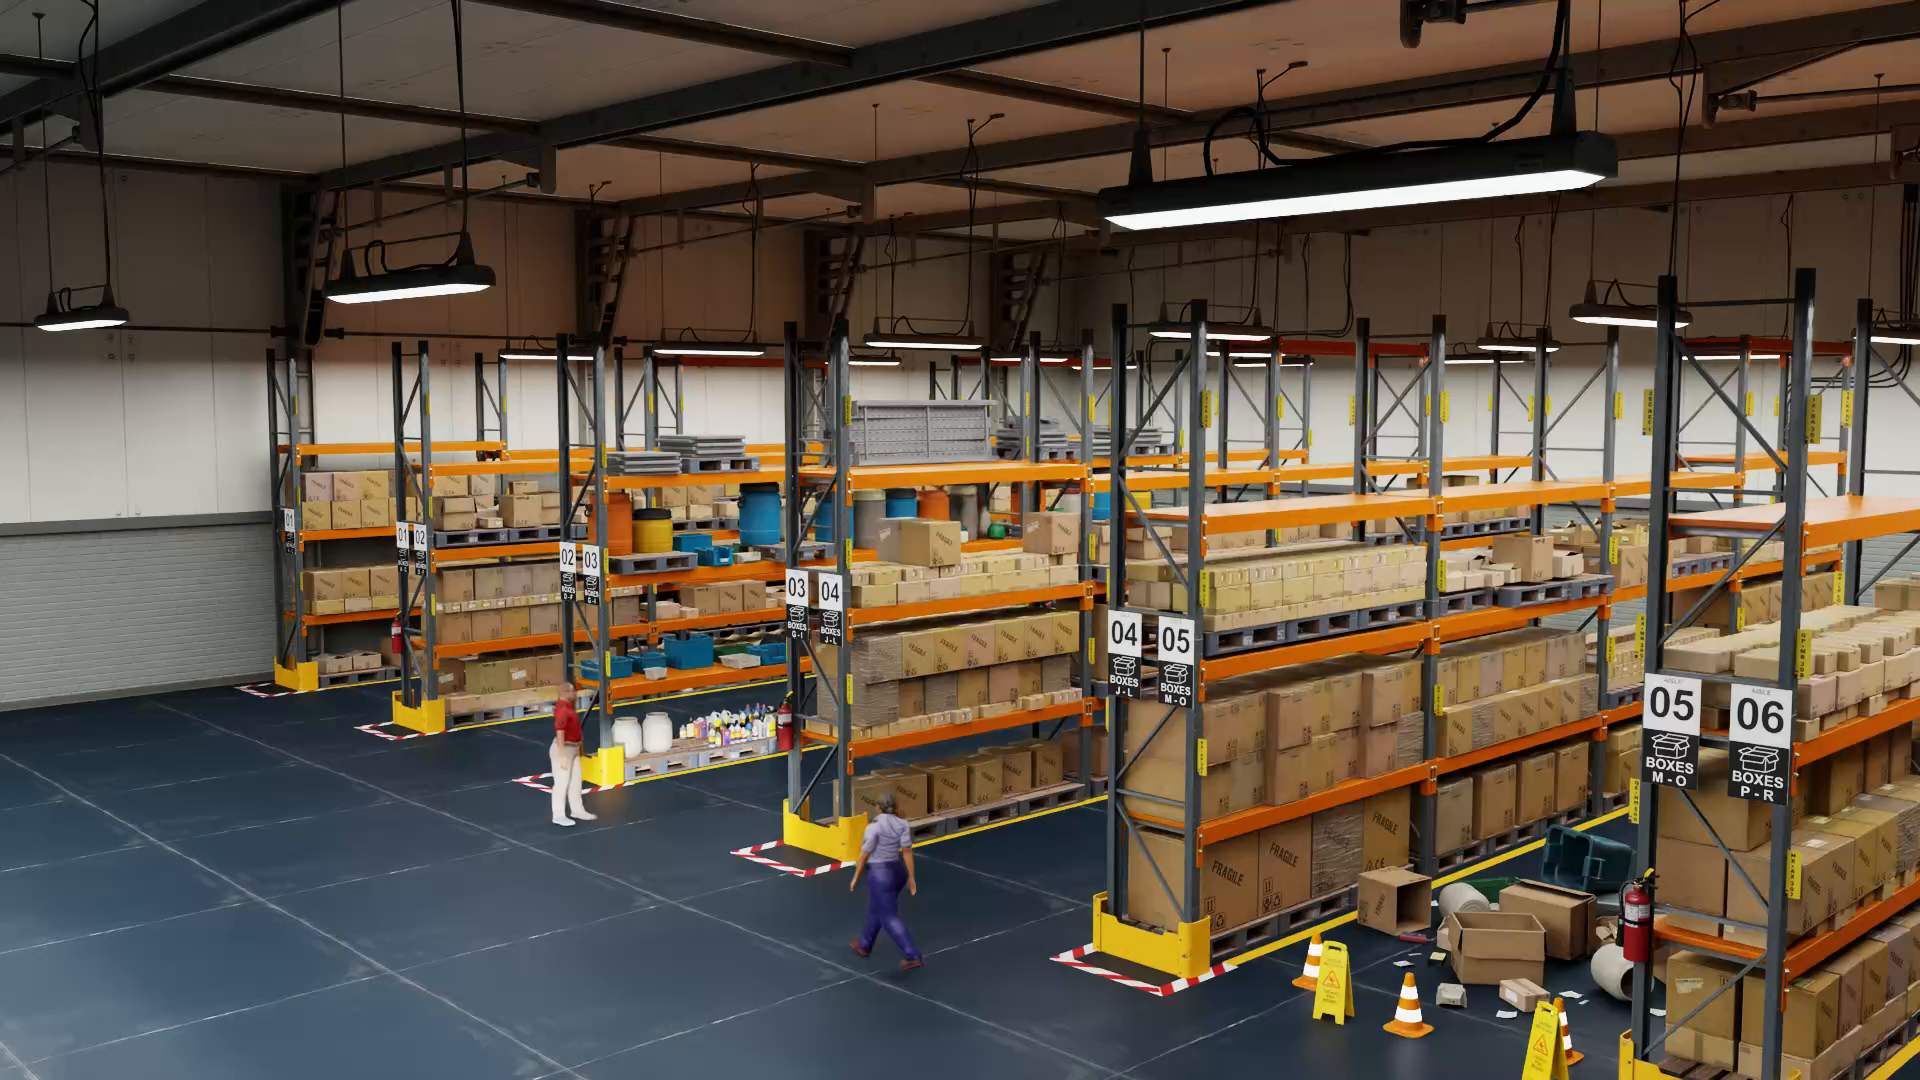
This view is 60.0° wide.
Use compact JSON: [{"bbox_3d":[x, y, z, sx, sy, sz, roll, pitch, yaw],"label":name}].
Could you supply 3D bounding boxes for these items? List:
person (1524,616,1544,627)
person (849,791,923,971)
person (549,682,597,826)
[{"bbox_3d":[11.672,1.466,33.782,0.458,1.606,0.392,3,6,28],"label":"person"},{"bbox_3d":[-0.700,3.058,15.062,0.988,1.602,0.488,3,6,30],"label":"person"},{"bbox_3d":[-4.703,2.581,20.107,0.475,1.751,0.600,0,5,3],"label":"person"}]
